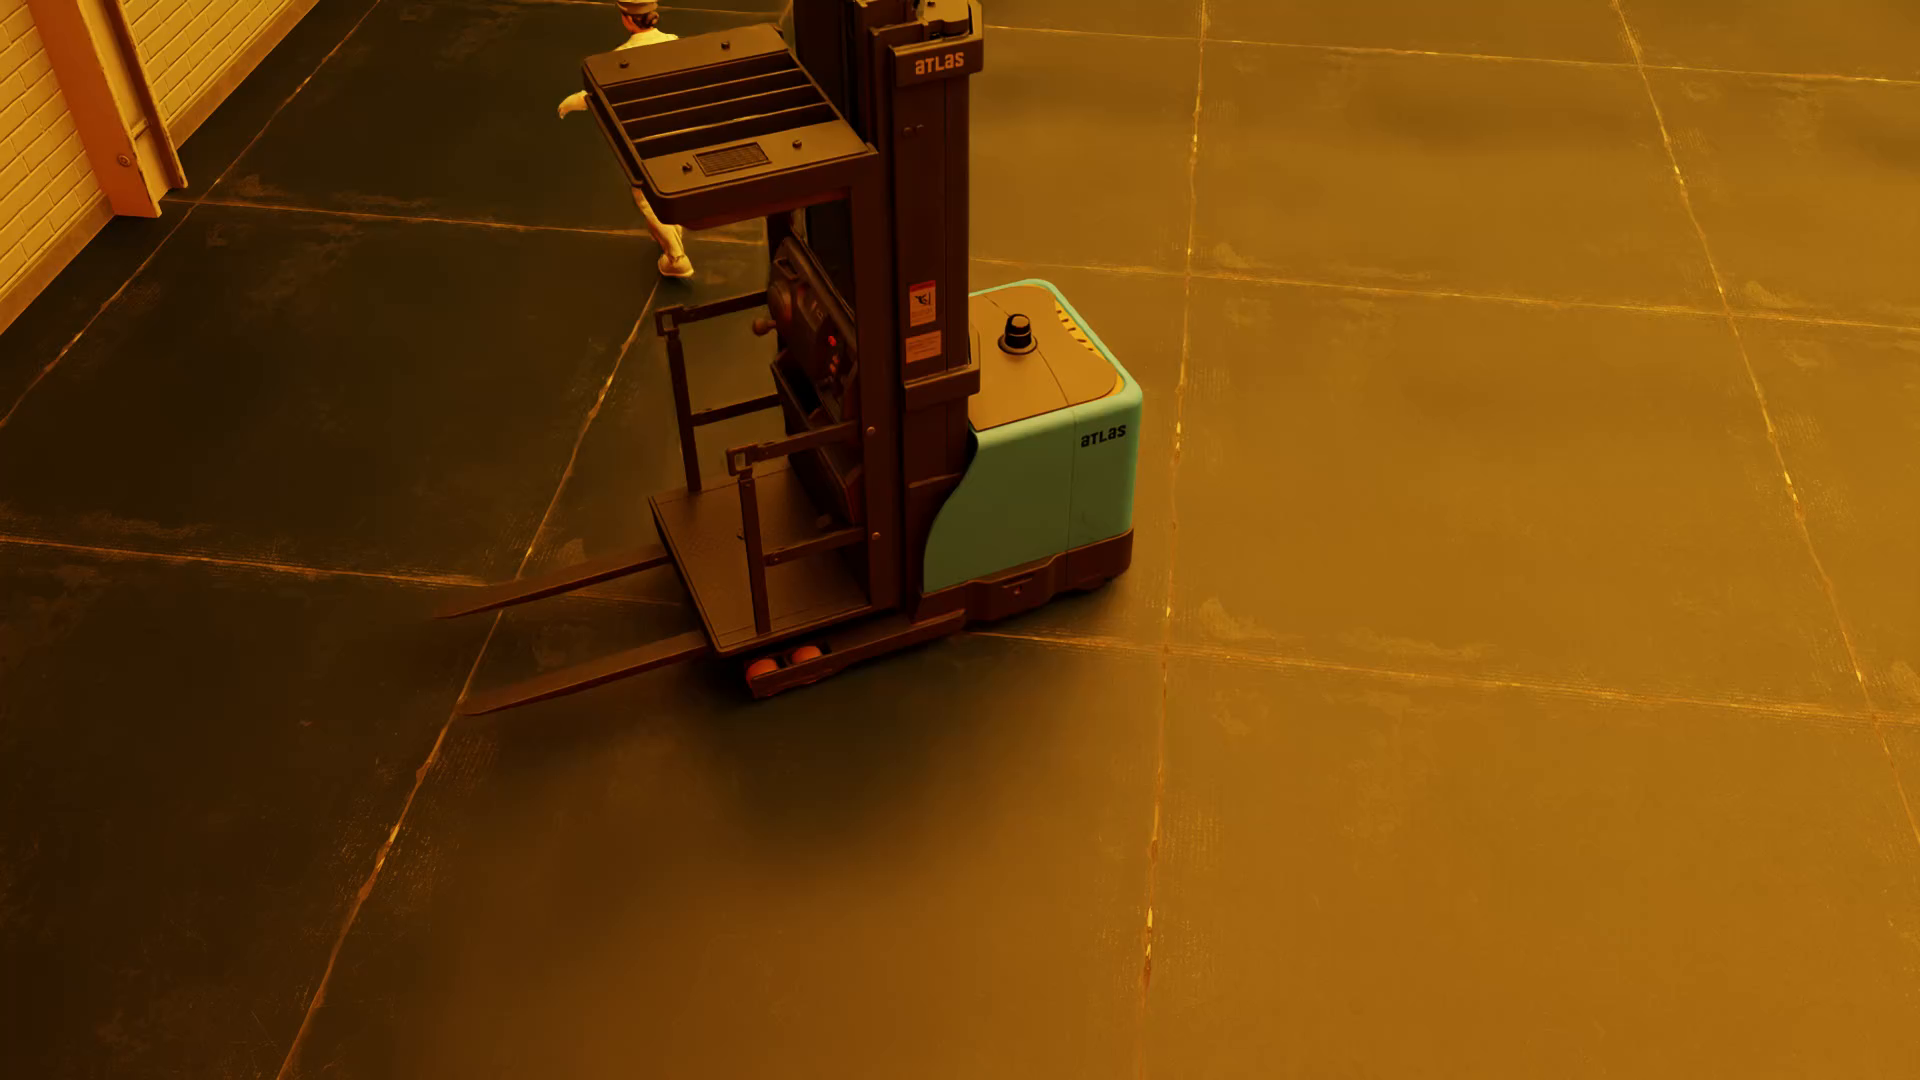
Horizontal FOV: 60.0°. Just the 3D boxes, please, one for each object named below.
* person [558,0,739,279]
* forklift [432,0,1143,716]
[{"bbox_3d":[-1.658,-2.243,9.127,0.855,1.651,0.710,-29,50,-28],"label":"person"},{"bbox_3d":[-0.775,-0.813,6.610,3.031,2.935,1.130,-16,45,-17],"label":"forklift"}]
